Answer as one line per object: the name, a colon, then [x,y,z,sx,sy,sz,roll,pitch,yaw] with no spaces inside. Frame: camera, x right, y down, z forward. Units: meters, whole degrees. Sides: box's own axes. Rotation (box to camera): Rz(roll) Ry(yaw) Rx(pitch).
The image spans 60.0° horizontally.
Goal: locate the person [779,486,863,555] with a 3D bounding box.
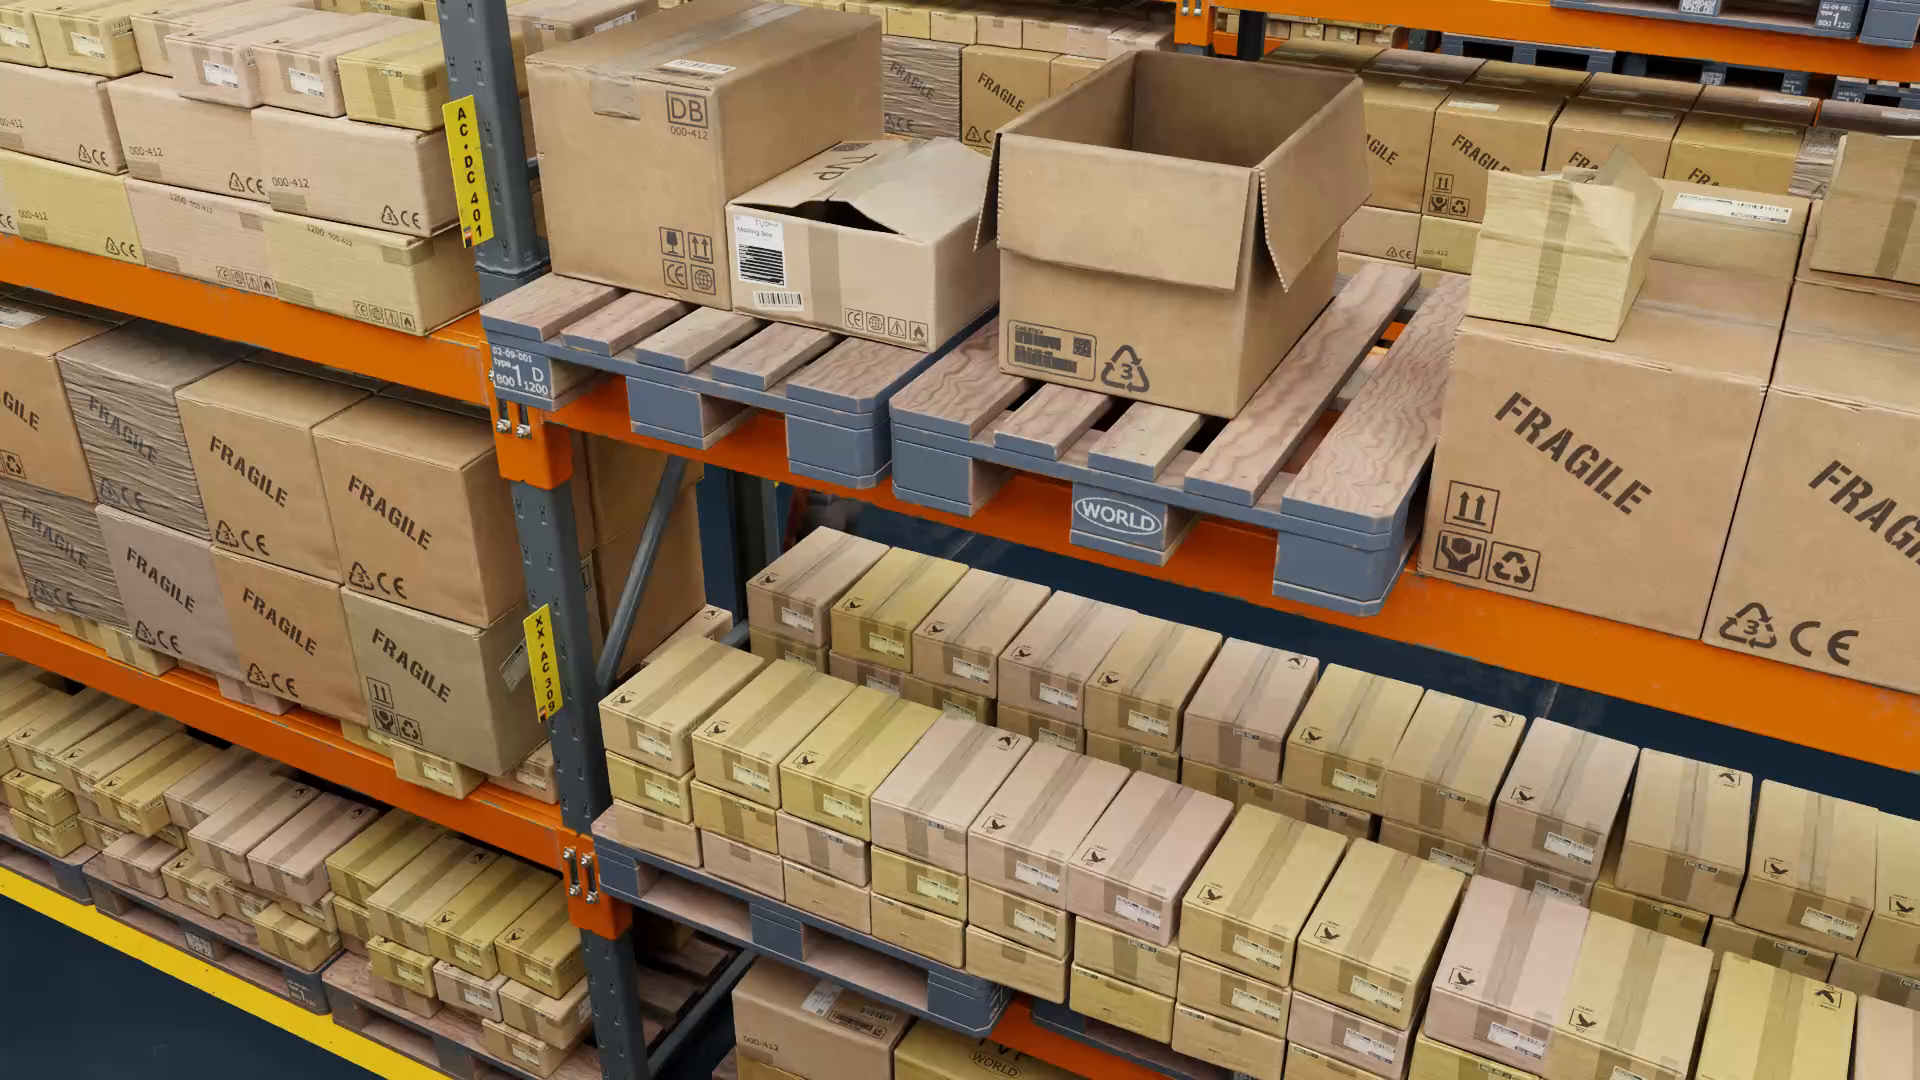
person: [-0.650,-0.134,7.364,0.396,1.656,0.531,13,33,21]
